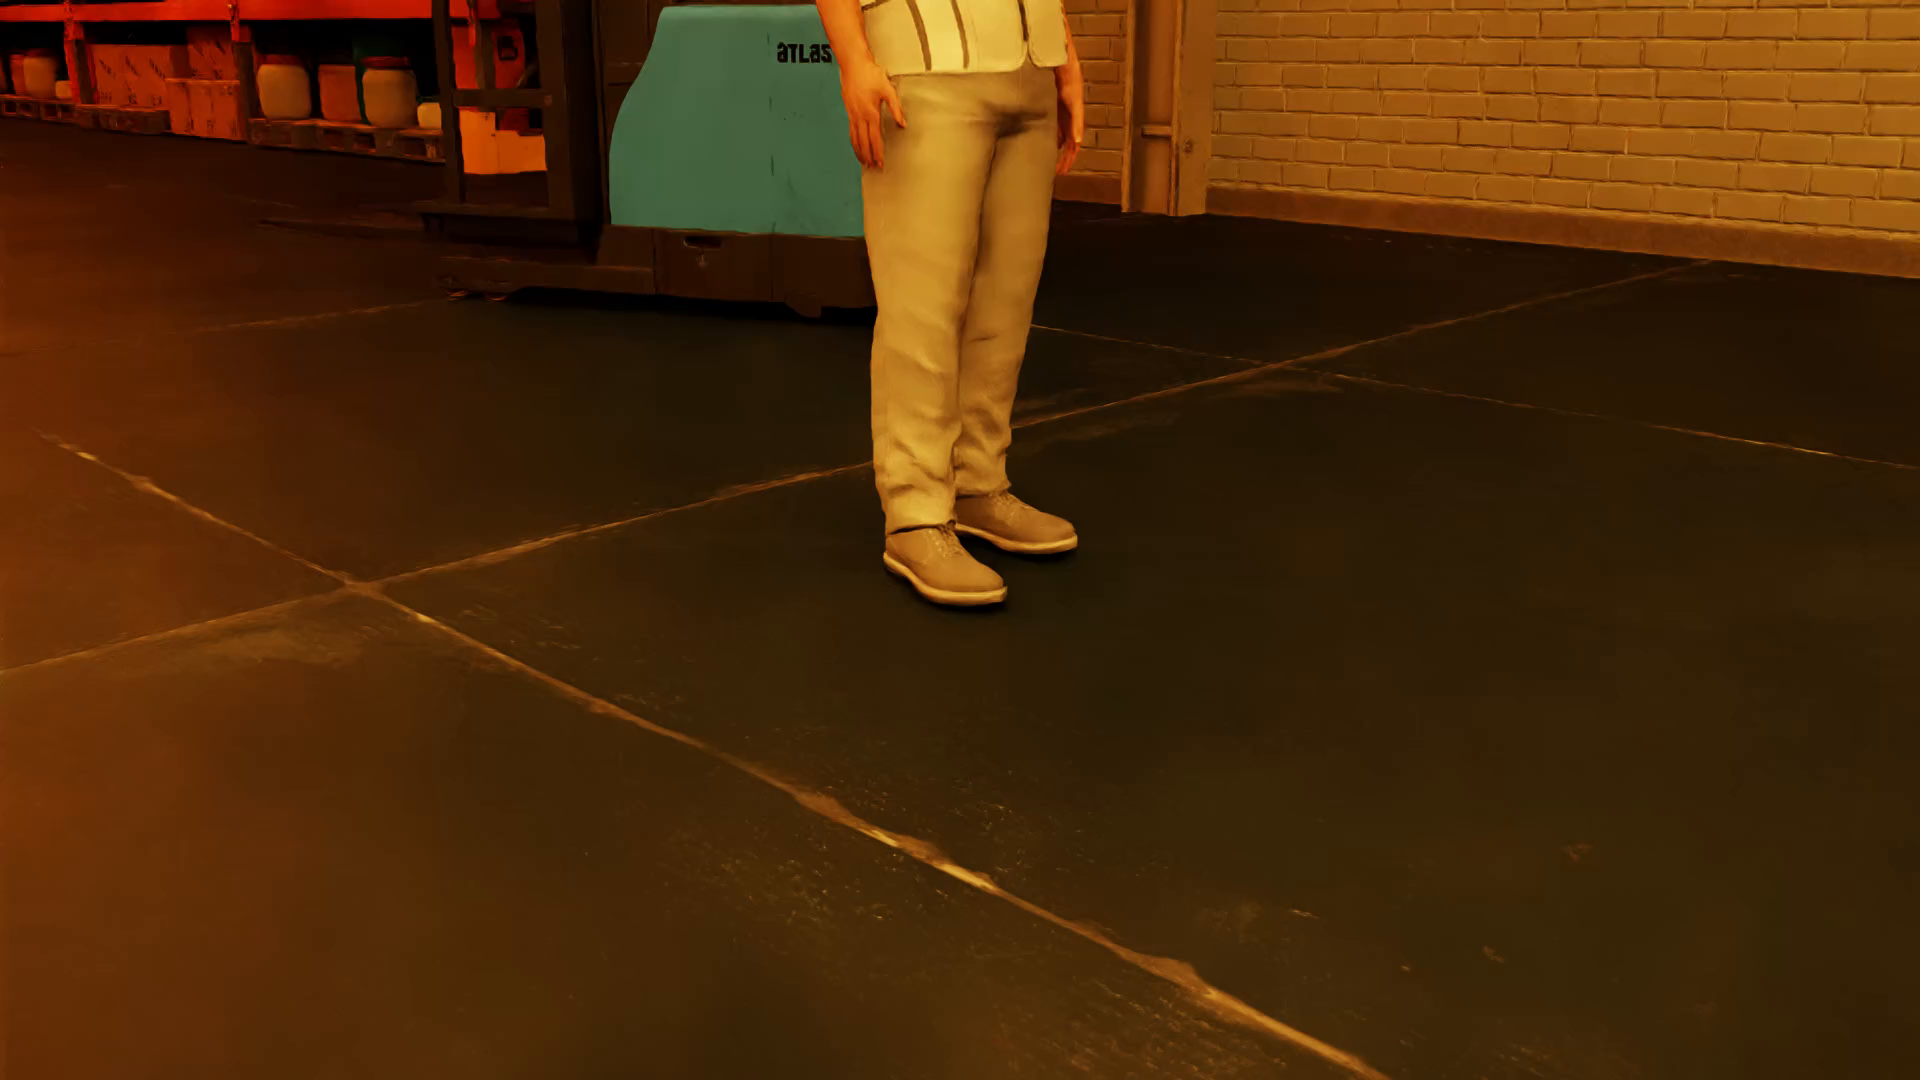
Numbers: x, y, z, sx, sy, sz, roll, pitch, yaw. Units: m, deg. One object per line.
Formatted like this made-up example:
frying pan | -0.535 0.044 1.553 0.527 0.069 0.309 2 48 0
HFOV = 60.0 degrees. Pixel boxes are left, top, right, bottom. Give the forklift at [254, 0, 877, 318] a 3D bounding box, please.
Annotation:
forklift | -1.476 -2.449 6.365 3.031 2.935 1.130 8 19 23

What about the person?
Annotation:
person | 0.047 -0.840 3.069 0.574 1.781 0.640 16 23 42
